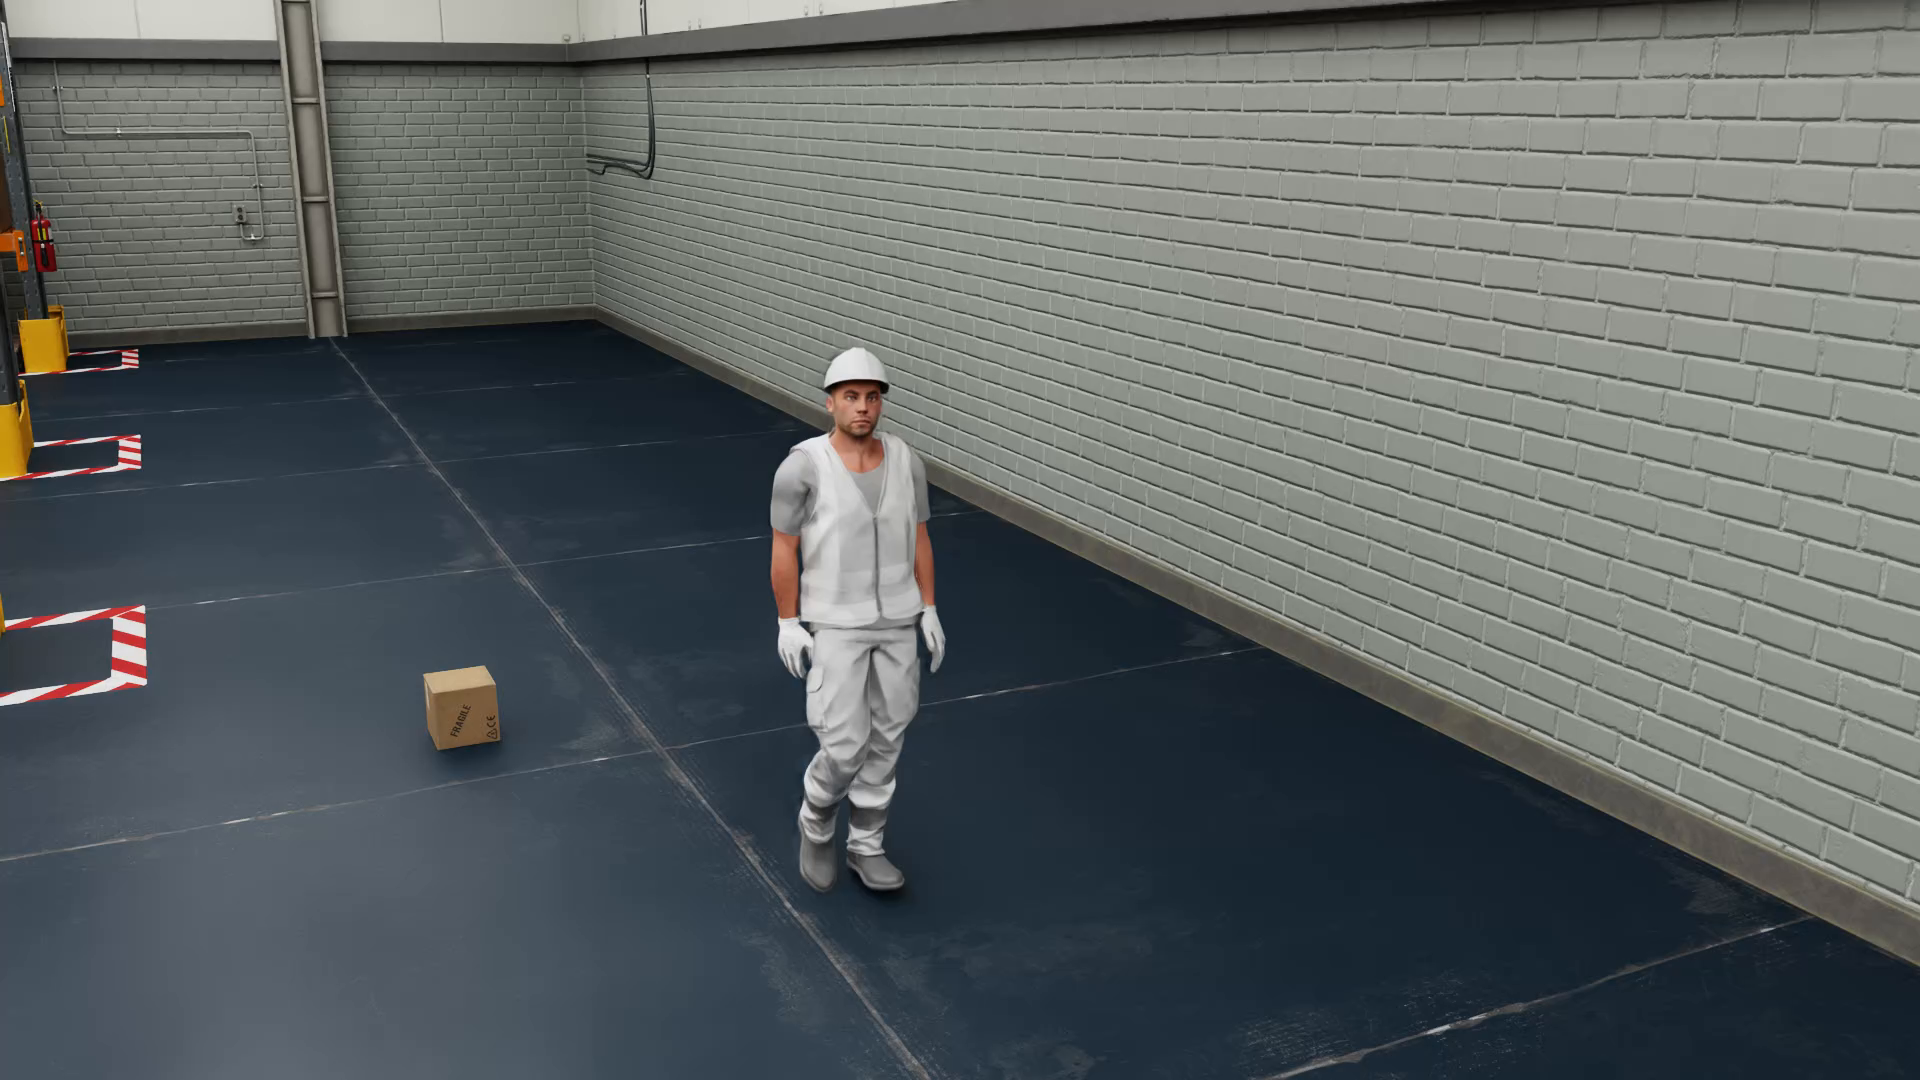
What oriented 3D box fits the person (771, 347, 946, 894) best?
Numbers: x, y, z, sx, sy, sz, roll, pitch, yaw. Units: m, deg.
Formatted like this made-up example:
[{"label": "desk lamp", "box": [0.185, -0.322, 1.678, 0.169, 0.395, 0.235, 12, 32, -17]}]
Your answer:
[{"label": "person", "box": [-0.305, 0.286, 5.324, 0.529, 1.793, 0.444, -8, 17, -28]}]
